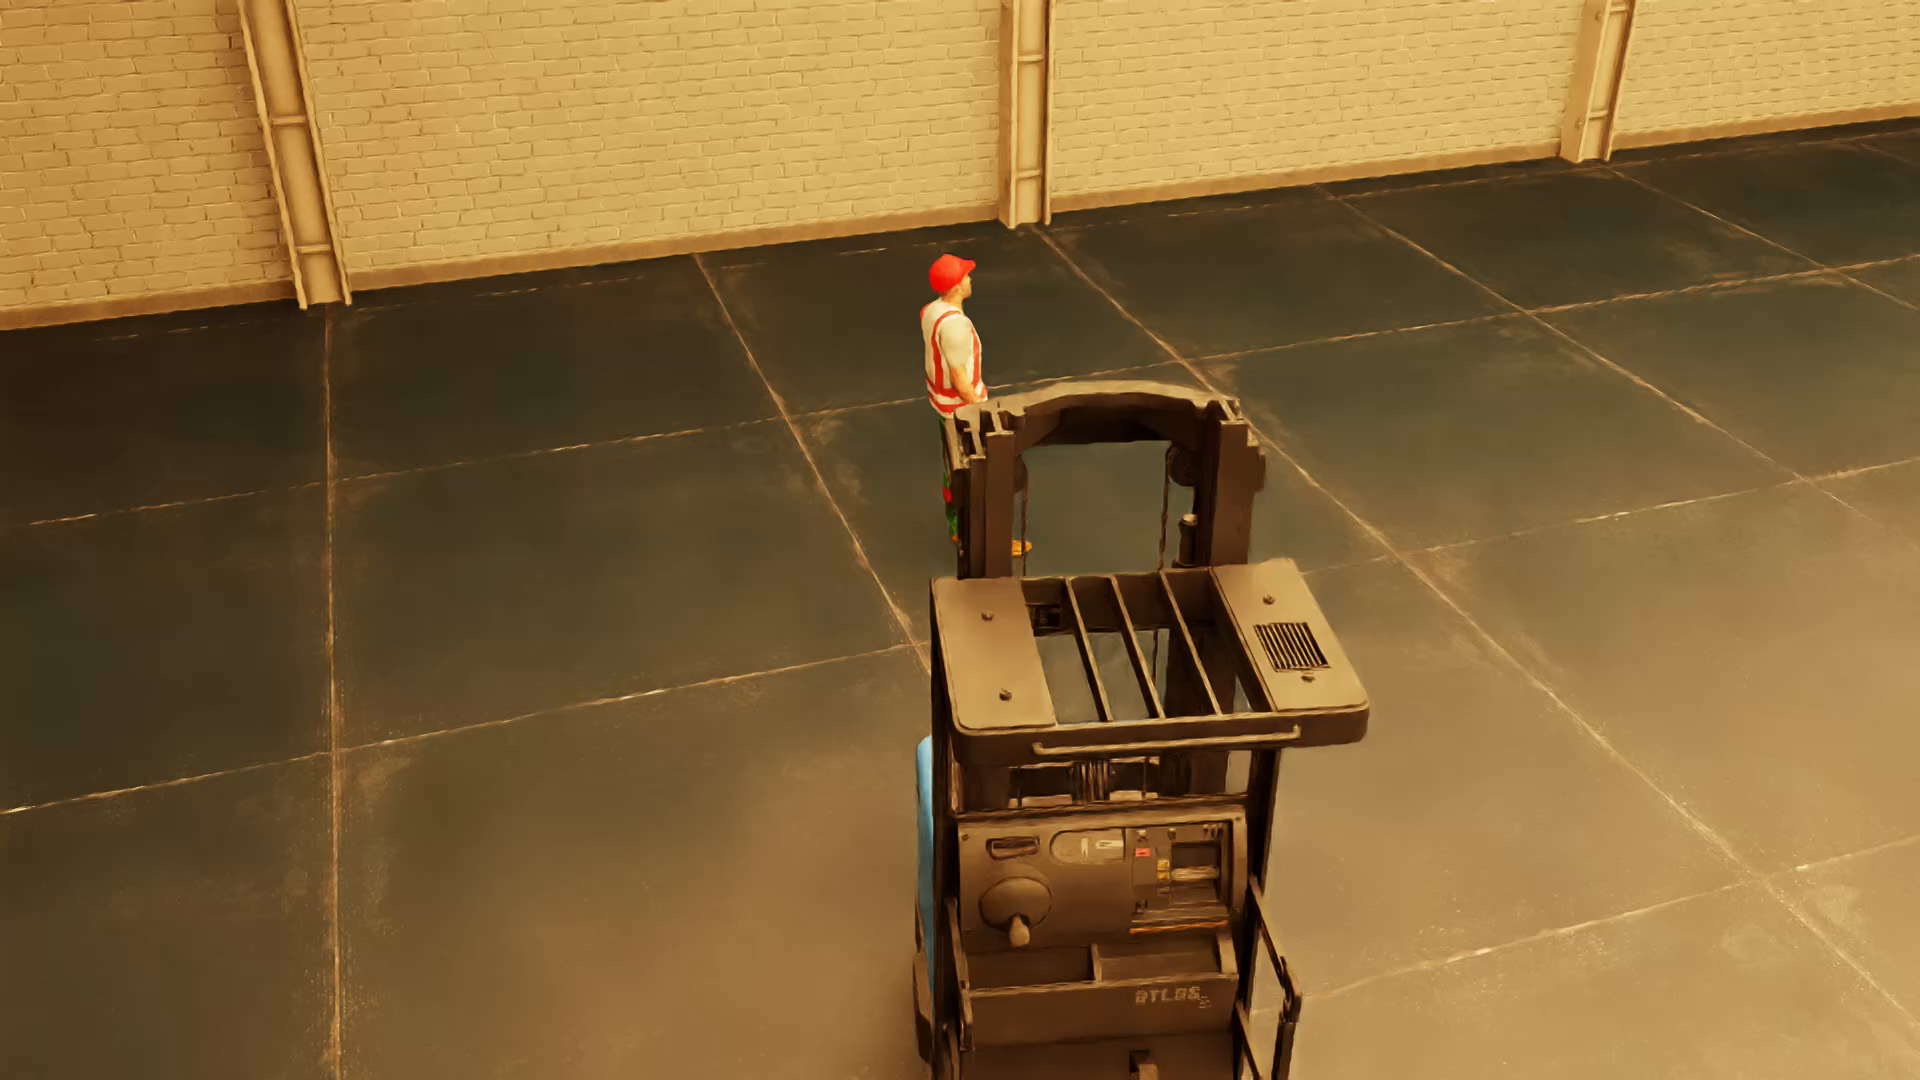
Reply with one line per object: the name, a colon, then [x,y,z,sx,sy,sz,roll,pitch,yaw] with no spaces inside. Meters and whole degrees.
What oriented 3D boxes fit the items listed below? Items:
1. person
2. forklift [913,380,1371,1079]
person: [0.080,-0.789,9.589,0.563,1.787,0.637,-10,31,-16]
forklift: [0.483,1.122,5.136,1.130,2.935,3.031,-3,30,-5]
